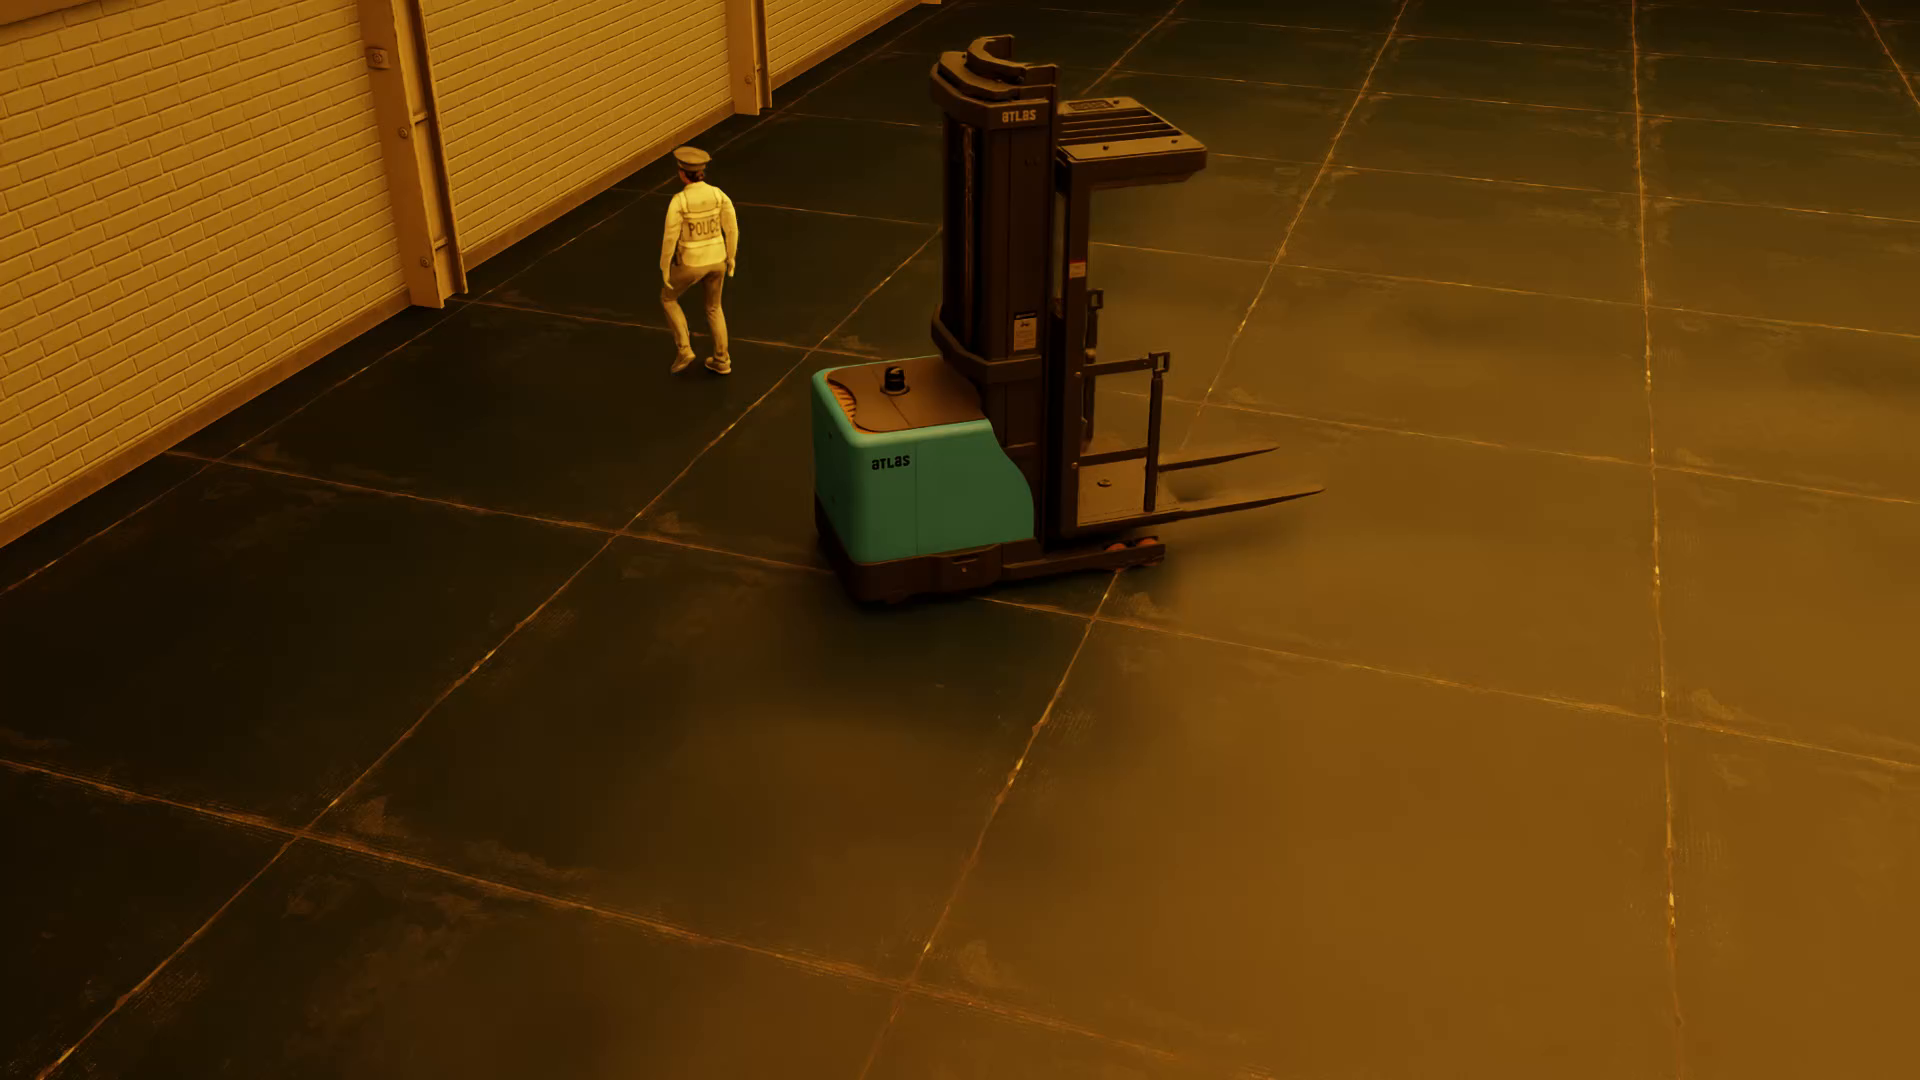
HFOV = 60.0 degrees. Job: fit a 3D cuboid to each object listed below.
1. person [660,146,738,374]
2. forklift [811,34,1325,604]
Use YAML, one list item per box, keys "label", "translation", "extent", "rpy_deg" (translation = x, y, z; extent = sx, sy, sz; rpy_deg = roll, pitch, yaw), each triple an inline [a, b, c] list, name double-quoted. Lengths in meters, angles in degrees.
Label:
- label: "person"
  translation: [-1.899, -1.986, 11.933]
  extent: [0.599, 1.671, 0.450]
  rpy_deg: [-20, 35, -31]
- label: "forklift"
  translation: [0.699, -1.325, 9.460]
  extent: [3.031, 2.935, 1.130]
  rpy_deg: [-9, 31, -15]
